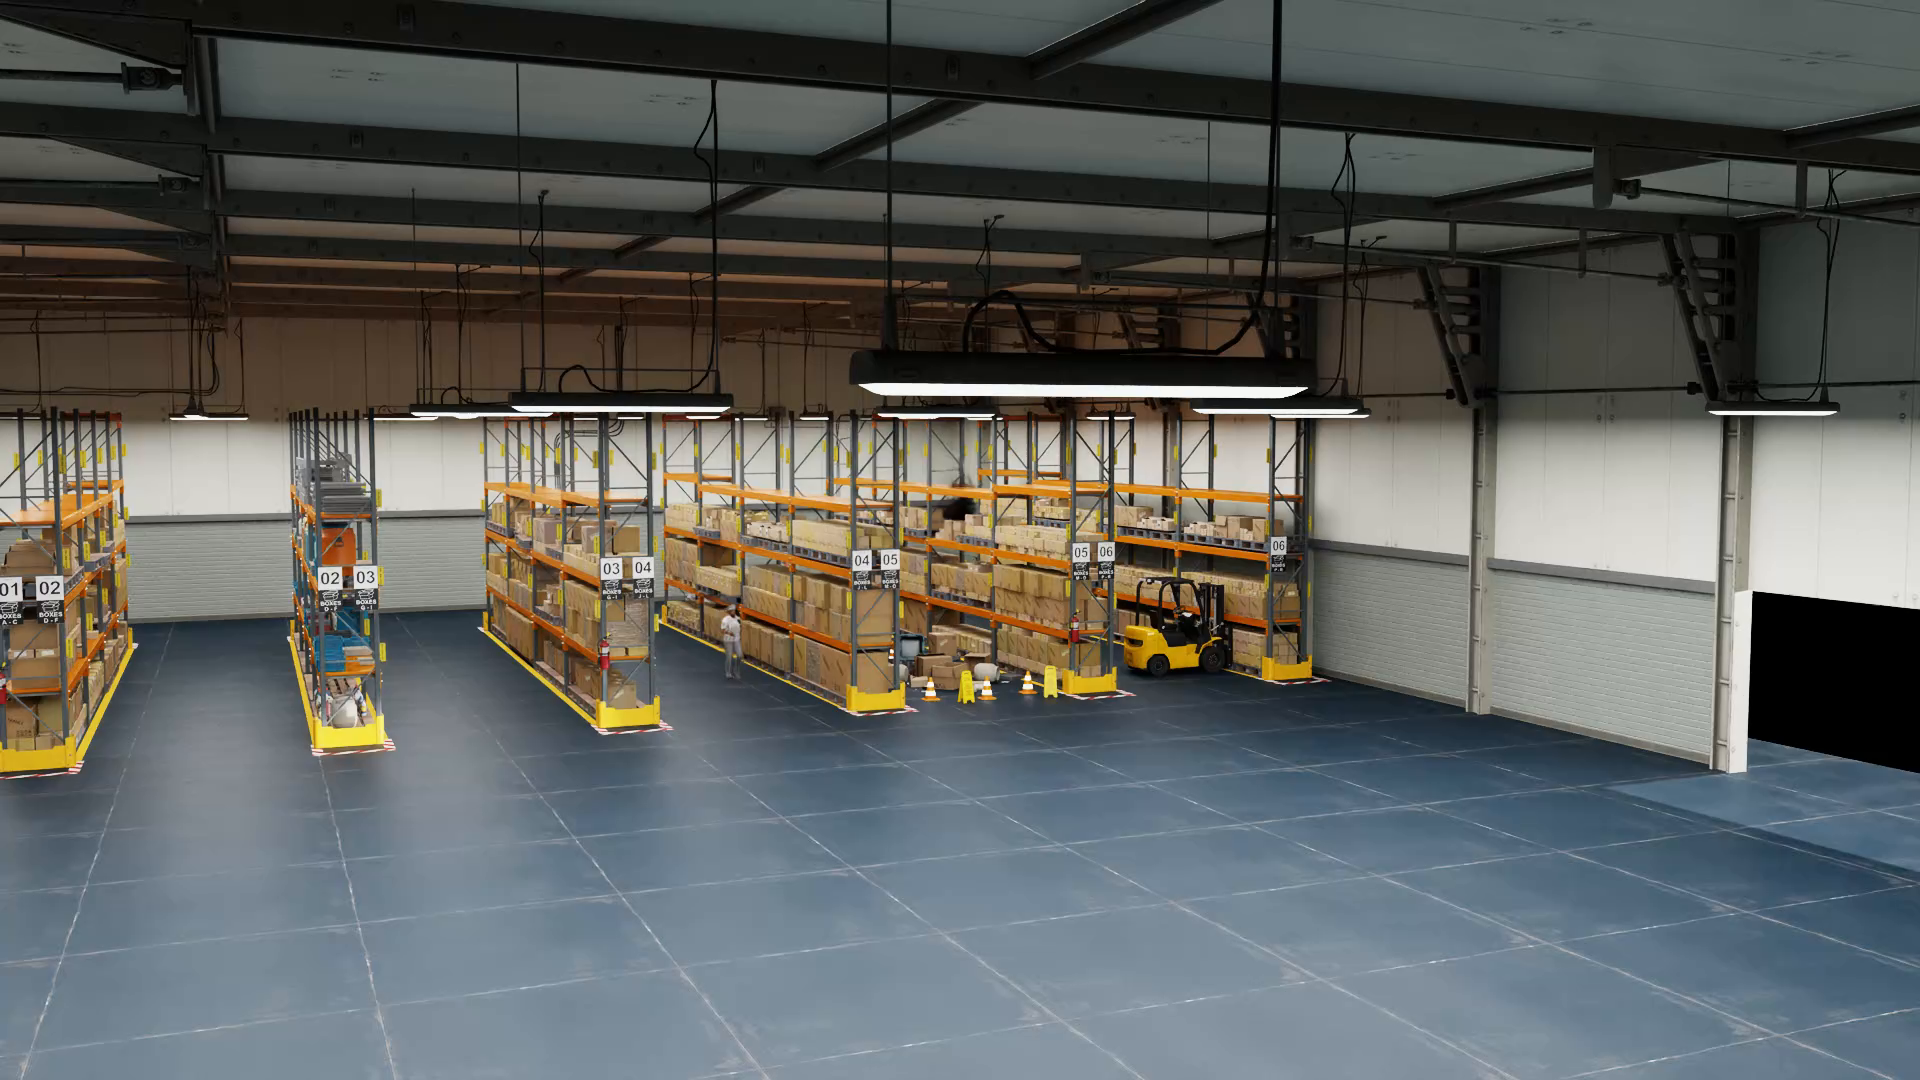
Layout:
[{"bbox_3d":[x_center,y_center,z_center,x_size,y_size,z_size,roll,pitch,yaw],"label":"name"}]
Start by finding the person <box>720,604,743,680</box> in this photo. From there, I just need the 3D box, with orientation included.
[{"bbox_3d":[-5.093,2.288,37.231,0.572,1.725,0.697,-2,5,-28],"label":"person"}]

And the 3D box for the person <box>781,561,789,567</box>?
[{"bbox_3d":[-5.357,1.304,50.756,0.555,1.725,0.709,-1,4,-19],"label":"person"}]

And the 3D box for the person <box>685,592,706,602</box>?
[{"bbox_3d":[-7.846,1.378,49.210,0.954,1.766,0.686,-2,4,-23],"label":"person"}]
